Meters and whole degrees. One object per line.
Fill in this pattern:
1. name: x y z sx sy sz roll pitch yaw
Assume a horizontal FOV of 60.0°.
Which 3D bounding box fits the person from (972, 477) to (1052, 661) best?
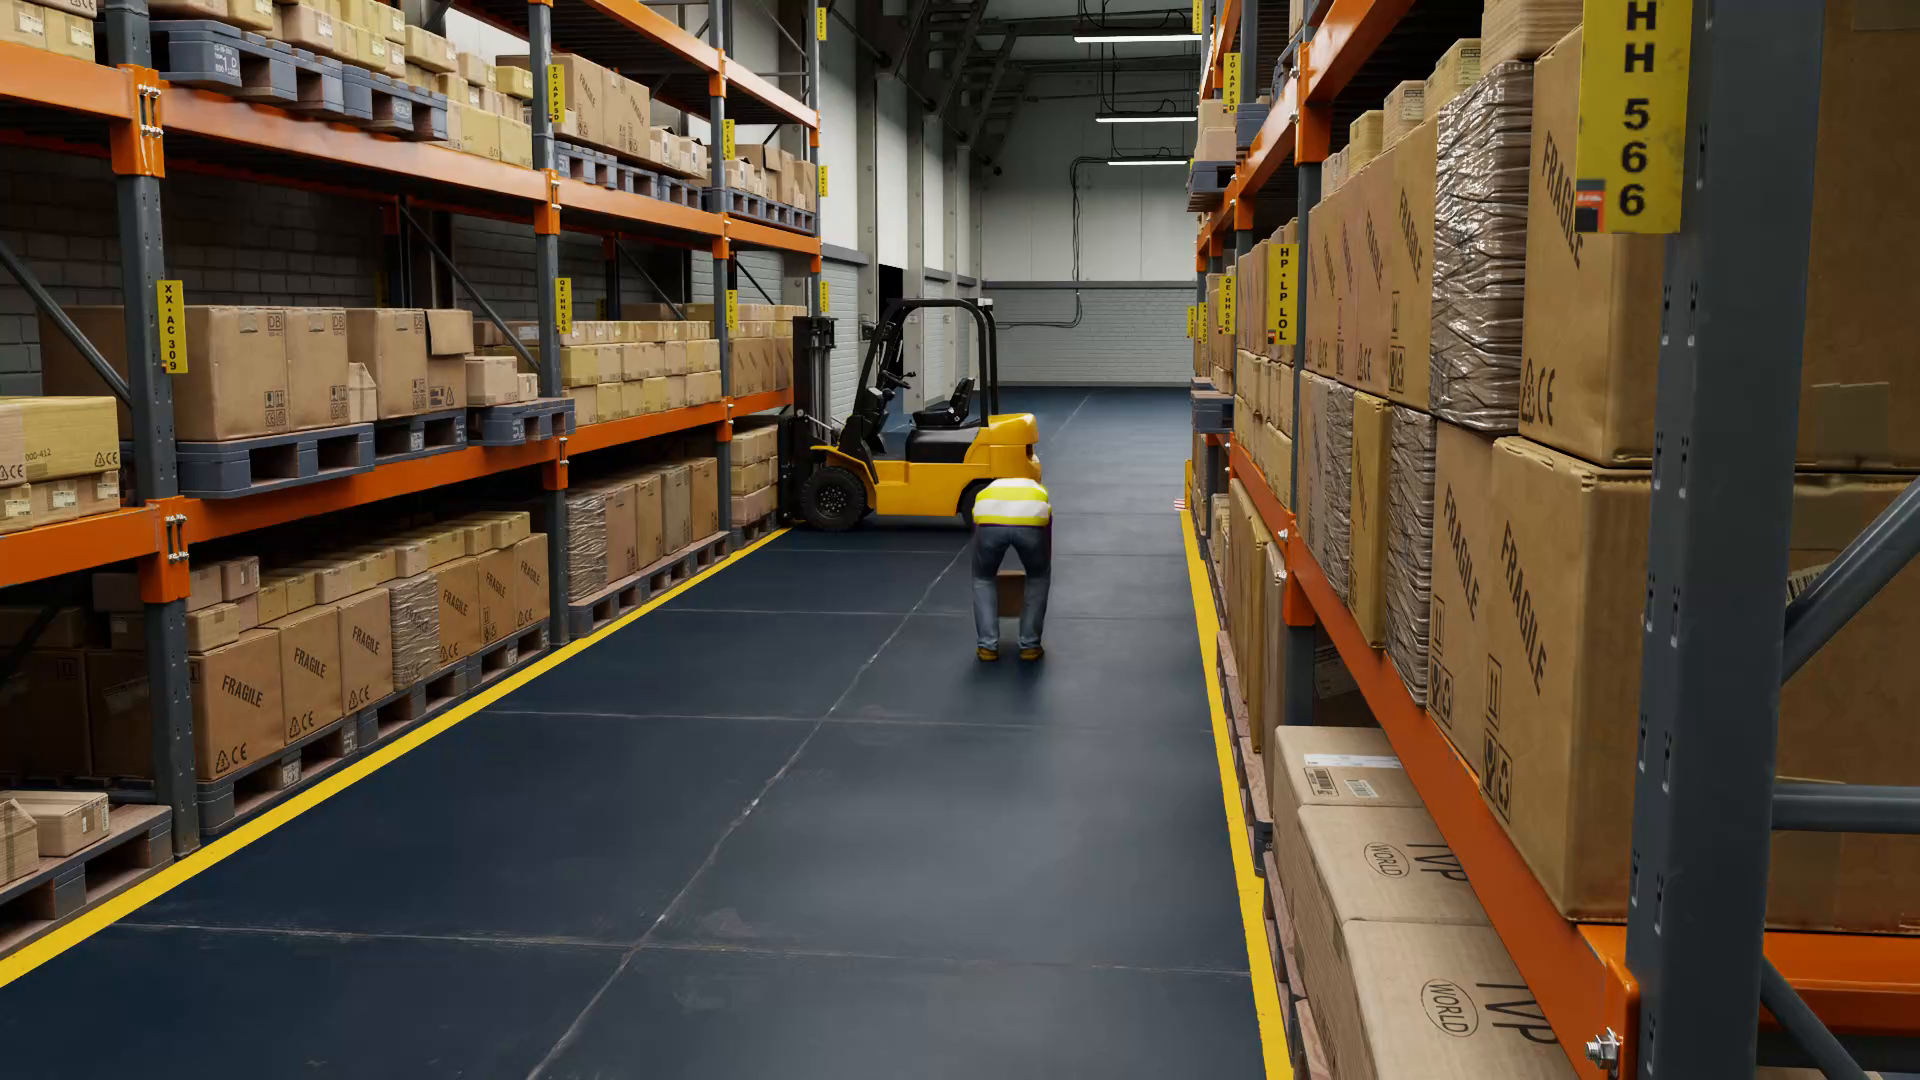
1. person: 0.304 0.137 9.863 0.483 1.054 0.981 0 8 4
